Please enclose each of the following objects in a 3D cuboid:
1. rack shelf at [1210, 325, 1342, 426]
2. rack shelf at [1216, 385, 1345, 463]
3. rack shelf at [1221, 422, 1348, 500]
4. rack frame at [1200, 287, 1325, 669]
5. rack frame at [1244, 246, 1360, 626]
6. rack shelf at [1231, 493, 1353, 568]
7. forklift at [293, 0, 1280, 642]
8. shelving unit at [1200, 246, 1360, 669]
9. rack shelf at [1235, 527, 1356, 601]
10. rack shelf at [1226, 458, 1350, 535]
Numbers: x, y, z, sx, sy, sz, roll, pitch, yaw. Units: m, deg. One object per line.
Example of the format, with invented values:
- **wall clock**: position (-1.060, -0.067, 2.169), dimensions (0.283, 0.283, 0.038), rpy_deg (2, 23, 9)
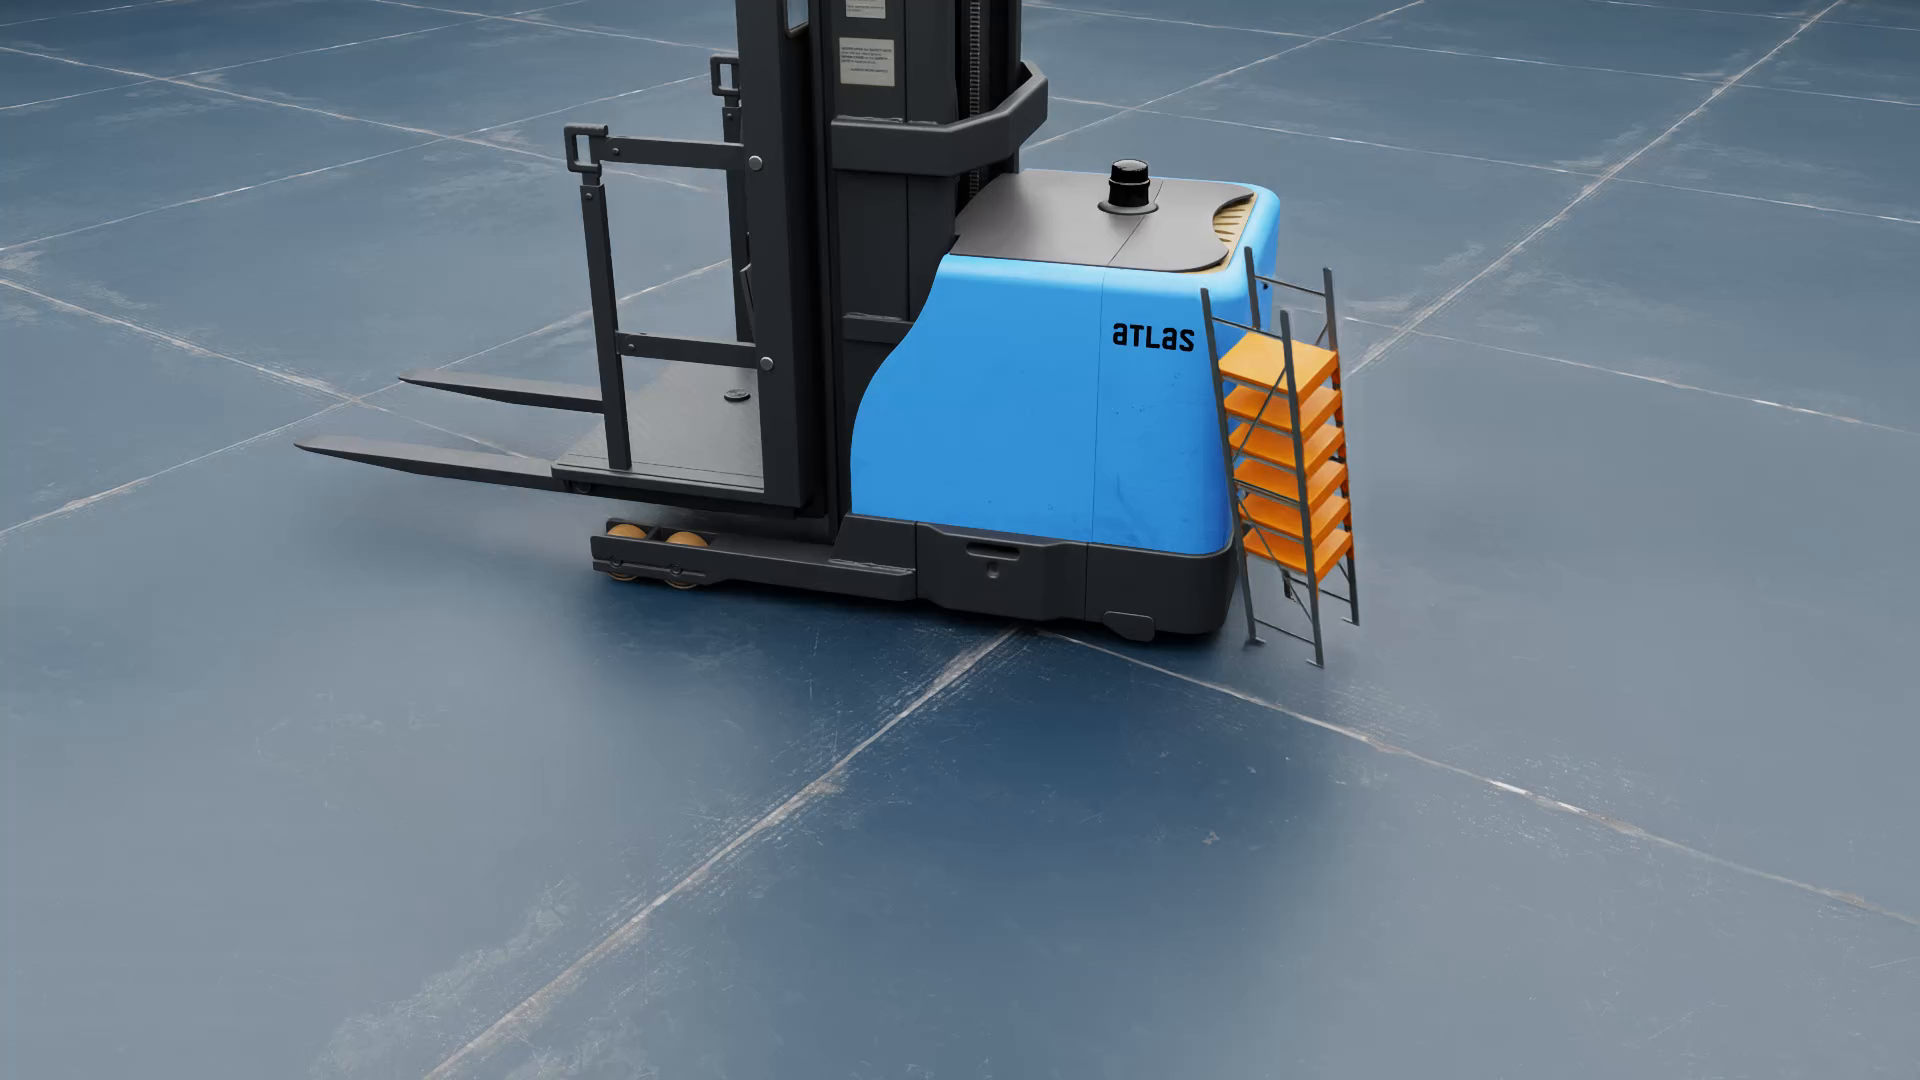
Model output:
- **rack shelf**: position (0.772, -0.405, 4.065), dimensions (0.258, 0.103, 0.180), rpy_deg (24, 55, 36)
- **rack shelf**: position (0.798, -0.318, 4.144), dimensions (0.258, 0.103, 0.180), rpy_deg (24, 55, 36)
- **rack shelf**: position (0.823, -0.232, 4.223), dimensions (0.258, 0.103, 0.180), rpy_deg (24, 55, 36)
- **rack frame**: position (0.781, -0.121, 4.230), dimensions (0.240, 1.200, 0.006), rpy_deg (24, 55, 36)
- **rack frame**: position (0.898, -0.233, 4.315), dimensions (0.240, 1.200, 0.006), rpy_deg (24, 55, 36)
- **rack shelf**: position (0.874, -0.058, 4.381), dimensions (0.258, 0.103, 0.180), rpy_deg (24, 55, 36)
- **forklift**: position (-0.608, -1.382, 4.734), dimensions (3.031, 2.935, 1.130), rpy_deg (7, 28, 14)
- **shelving unit**: position (0.839, -0.177, 4.273), dimensions (0.258, 1.200, 0.189), rpy_deg (24, 55, 36)
- **rack shelf**: position (0.900, 0.028, 4.460), dimensions (0.258, 0.103, 0.180), rpy_deg (24, 55, 36)
- **rack shelf**: position (0.849, -0.145, 4.302), dimensions (0.258, 0.103, 0.180), rpy_deg (24, 55, 36)
